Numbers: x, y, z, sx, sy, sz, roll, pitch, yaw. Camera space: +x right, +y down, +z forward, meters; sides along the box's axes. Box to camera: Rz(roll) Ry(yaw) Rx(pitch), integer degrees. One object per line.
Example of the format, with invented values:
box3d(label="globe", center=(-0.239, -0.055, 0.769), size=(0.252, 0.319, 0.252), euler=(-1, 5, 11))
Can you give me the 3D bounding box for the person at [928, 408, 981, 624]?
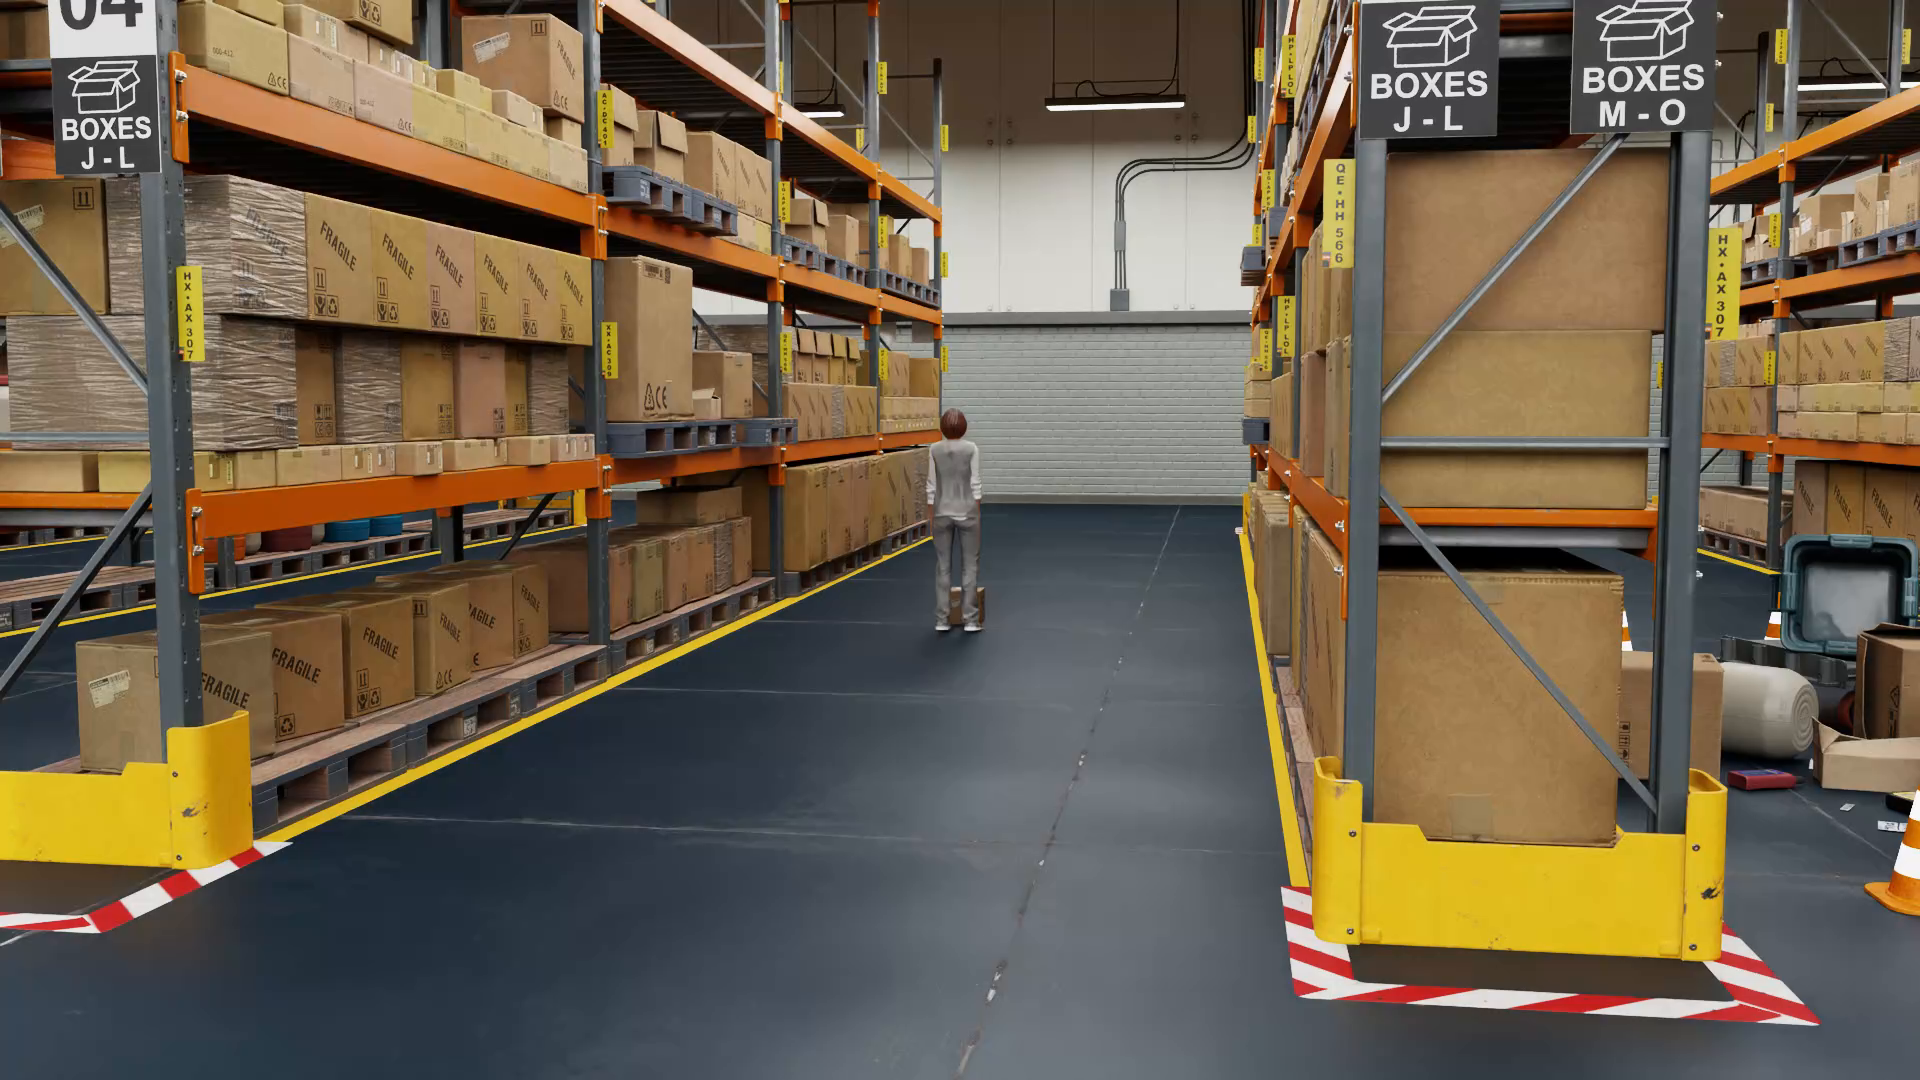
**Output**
box3d(label="person", center=(-0.042, -0.177, 11.863), size=(0.386, 1.530, 0.299), euler=(1, 5, 10))
